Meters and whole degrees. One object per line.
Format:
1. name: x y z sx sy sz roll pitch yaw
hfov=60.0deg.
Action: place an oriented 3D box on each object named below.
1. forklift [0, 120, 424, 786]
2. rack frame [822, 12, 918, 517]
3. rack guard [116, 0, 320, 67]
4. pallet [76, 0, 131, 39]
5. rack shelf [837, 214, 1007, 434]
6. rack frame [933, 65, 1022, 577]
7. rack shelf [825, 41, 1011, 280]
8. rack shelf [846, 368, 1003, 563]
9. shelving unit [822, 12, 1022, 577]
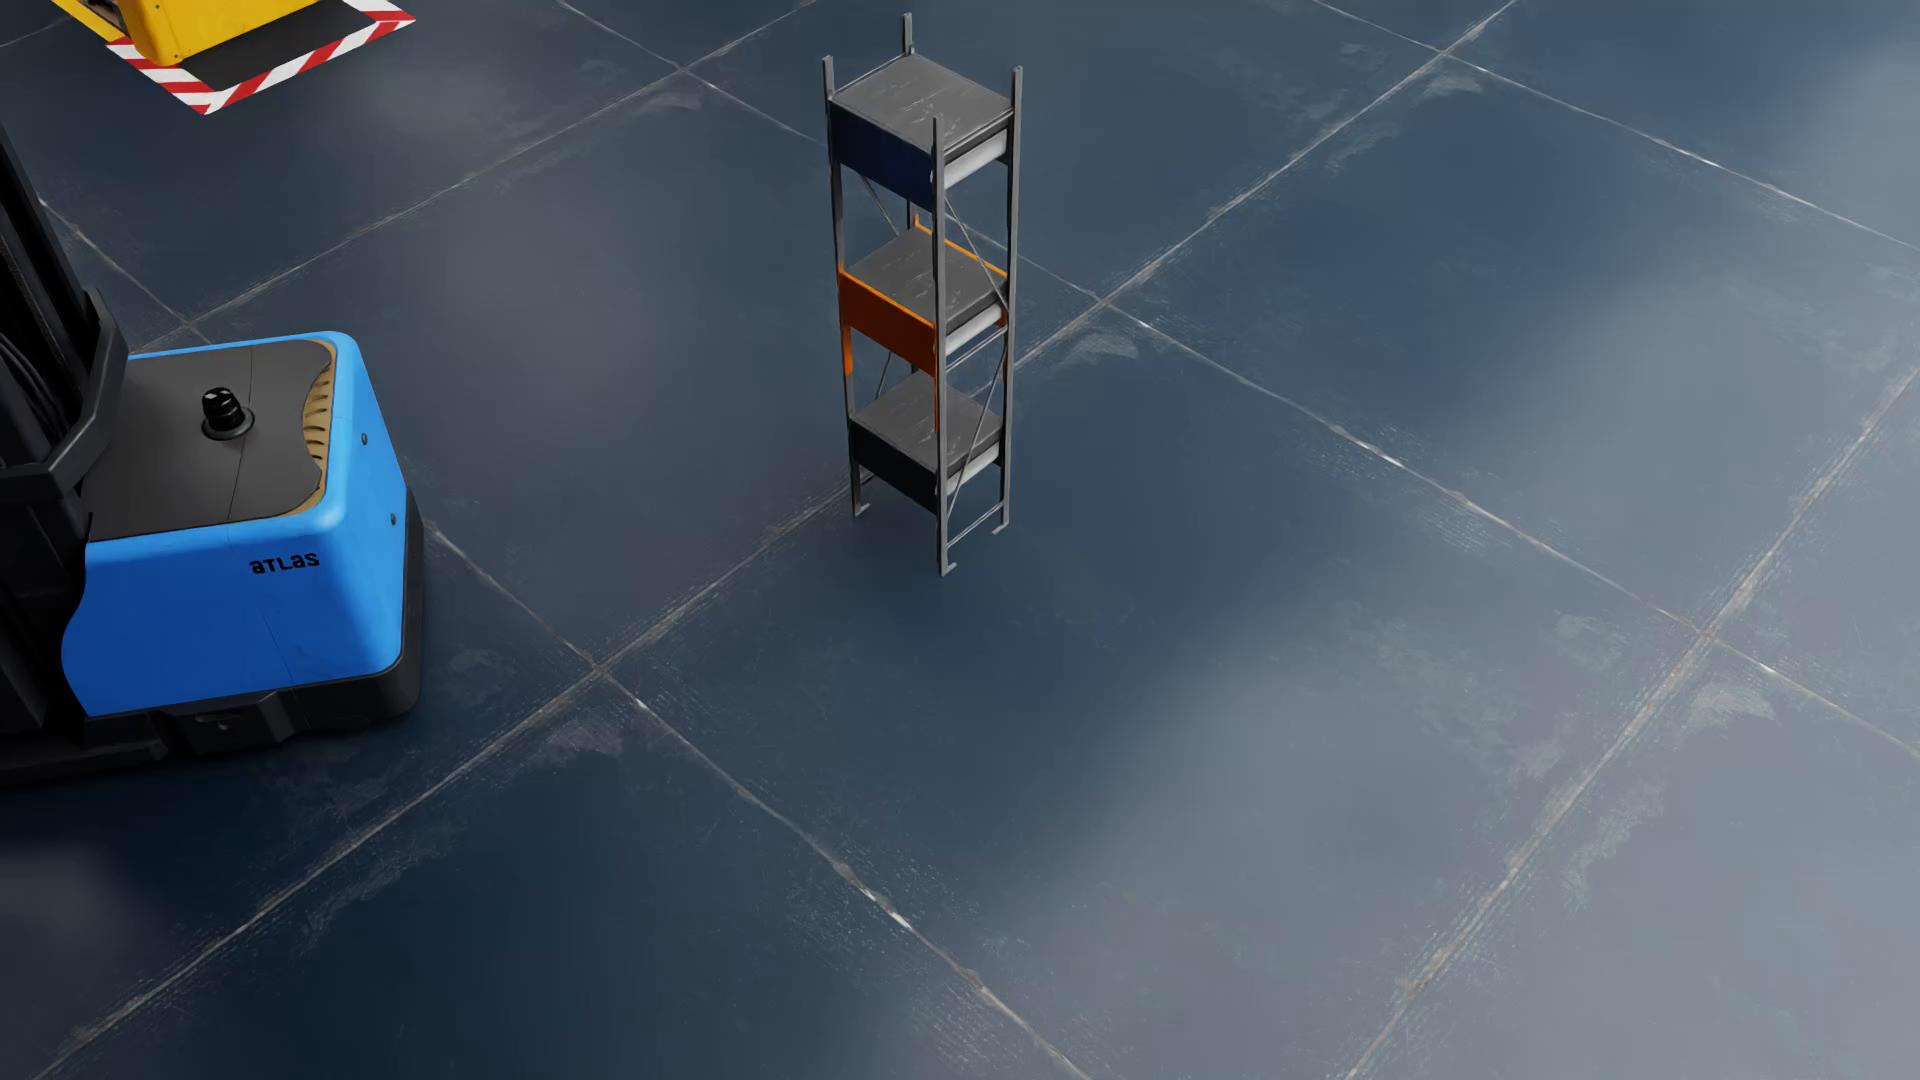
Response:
1. forklift: -3.558 -0.478 5.188 3.031 2.935 1.130 -8 47 -8
2. rack frame: -0.301 -0.921 6.175 0.015 2.100 0.400 34 55 28
3. rack guard: -4.139 -3.171 9.384 0.348 0.500 1.175 34 55 28
4. pallet: -4.747 -3.440 9.835 1.213 0.211 1.003 34 55 28
5. rack shelf: -0.122 -0.791 6.071 0.480 0.518 0.431 34 55 28
6. rack frame: 0.058 -0.680 5.948 0.015 2.100 0.400 34 55 28
7. rack shelf: -0.122 -1.270 5.561 0.480 0.518 0.431 34 55 28
8. rack shelf: -0.122 -0.312 6.582 0.480 0.518 0.431 34 55 28
9. shelving unit: -0.122 -0.801 6.061 0.503 2.100 0.431 34 55 28
